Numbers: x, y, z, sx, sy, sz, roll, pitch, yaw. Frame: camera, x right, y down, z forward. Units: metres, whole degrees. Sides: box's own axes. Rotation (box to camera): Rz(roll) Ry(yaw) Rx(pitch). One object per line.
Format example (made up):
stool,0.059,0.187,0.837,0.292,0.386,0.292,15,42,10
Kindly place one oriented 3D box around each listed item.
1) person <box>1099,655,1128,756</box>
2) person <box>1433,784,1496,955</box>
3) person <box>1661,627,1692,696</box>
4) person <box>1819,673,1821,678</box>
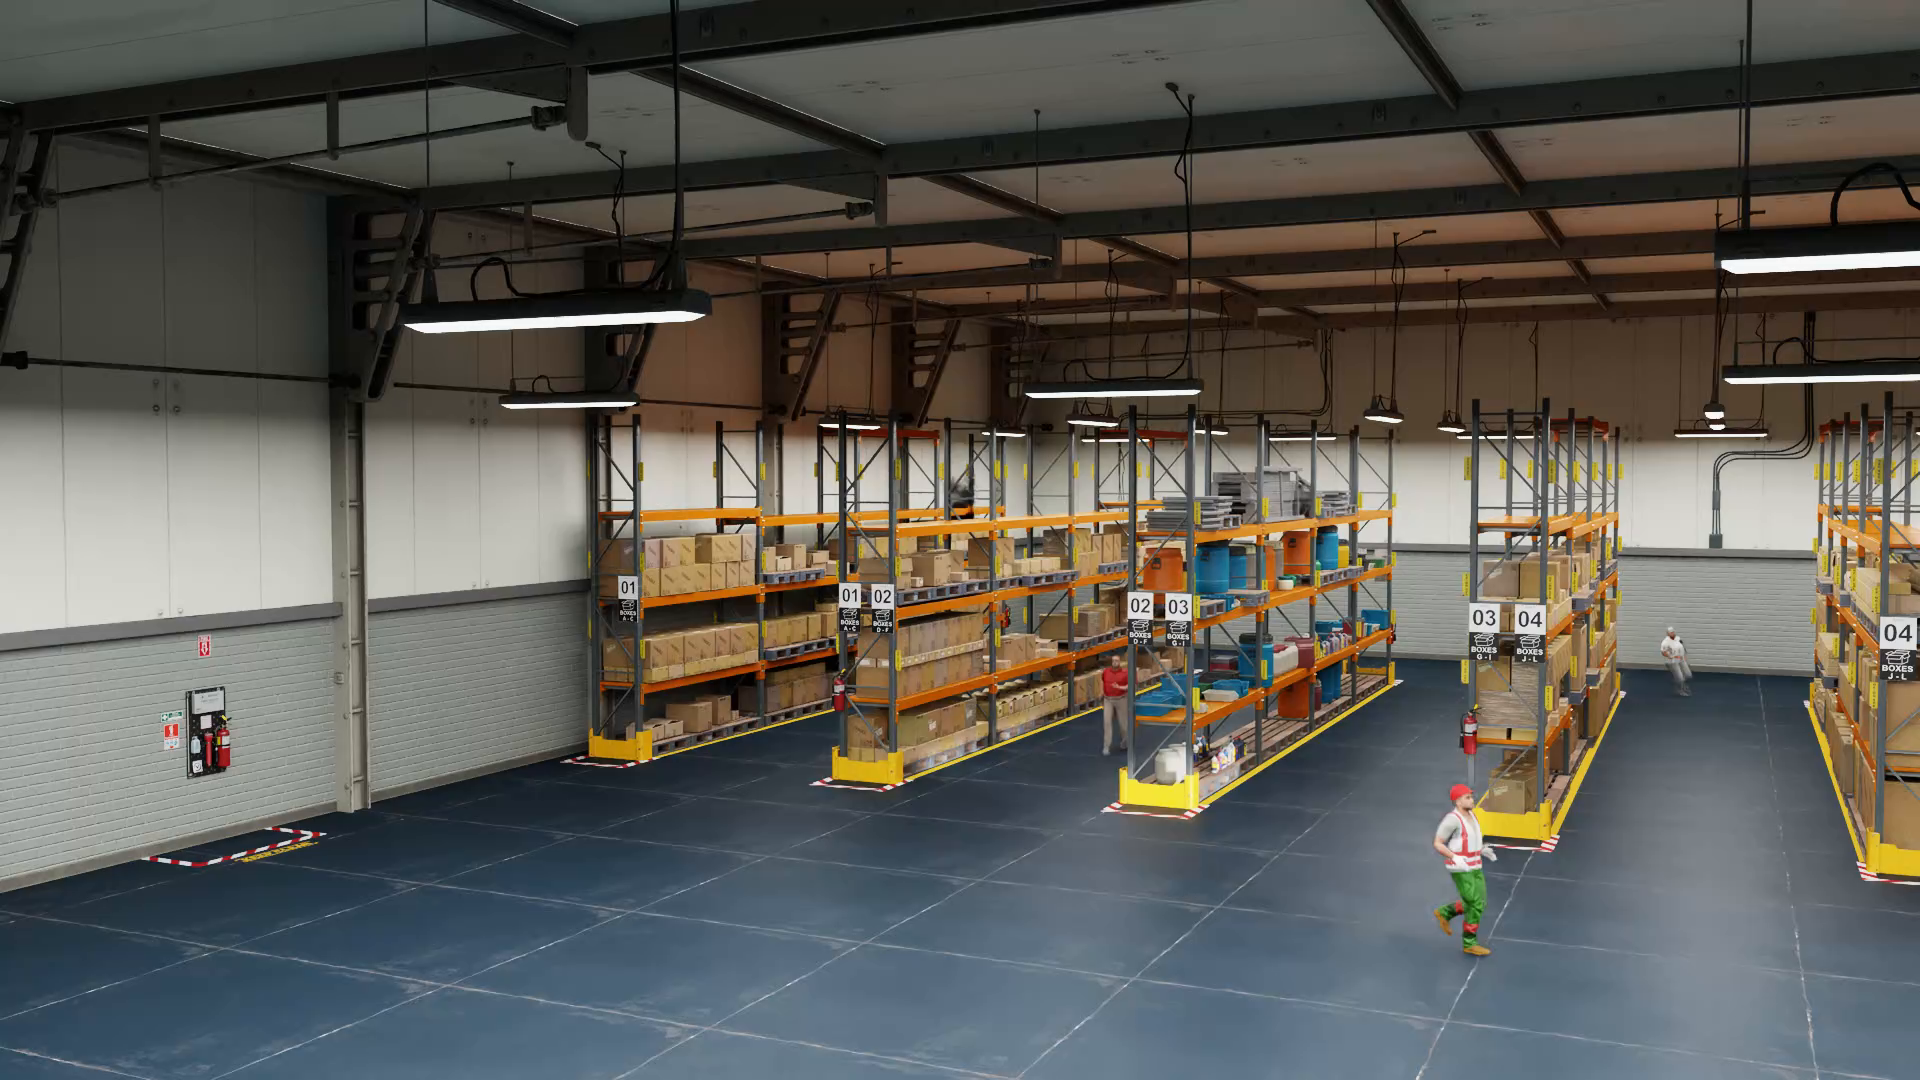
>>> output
person,2.764,2.903,29.522,0.658,1.730,0.976,1,2,19
person,5.220,3.415,17.340,0.659,1.742,0.709,-2,3,-42
person,15.956,2.700,36.937,0.802,1.577,0.494,-1,2,-14
person,19.014,2.684,36.332,0.707,1.662,0.678,1,3,26
